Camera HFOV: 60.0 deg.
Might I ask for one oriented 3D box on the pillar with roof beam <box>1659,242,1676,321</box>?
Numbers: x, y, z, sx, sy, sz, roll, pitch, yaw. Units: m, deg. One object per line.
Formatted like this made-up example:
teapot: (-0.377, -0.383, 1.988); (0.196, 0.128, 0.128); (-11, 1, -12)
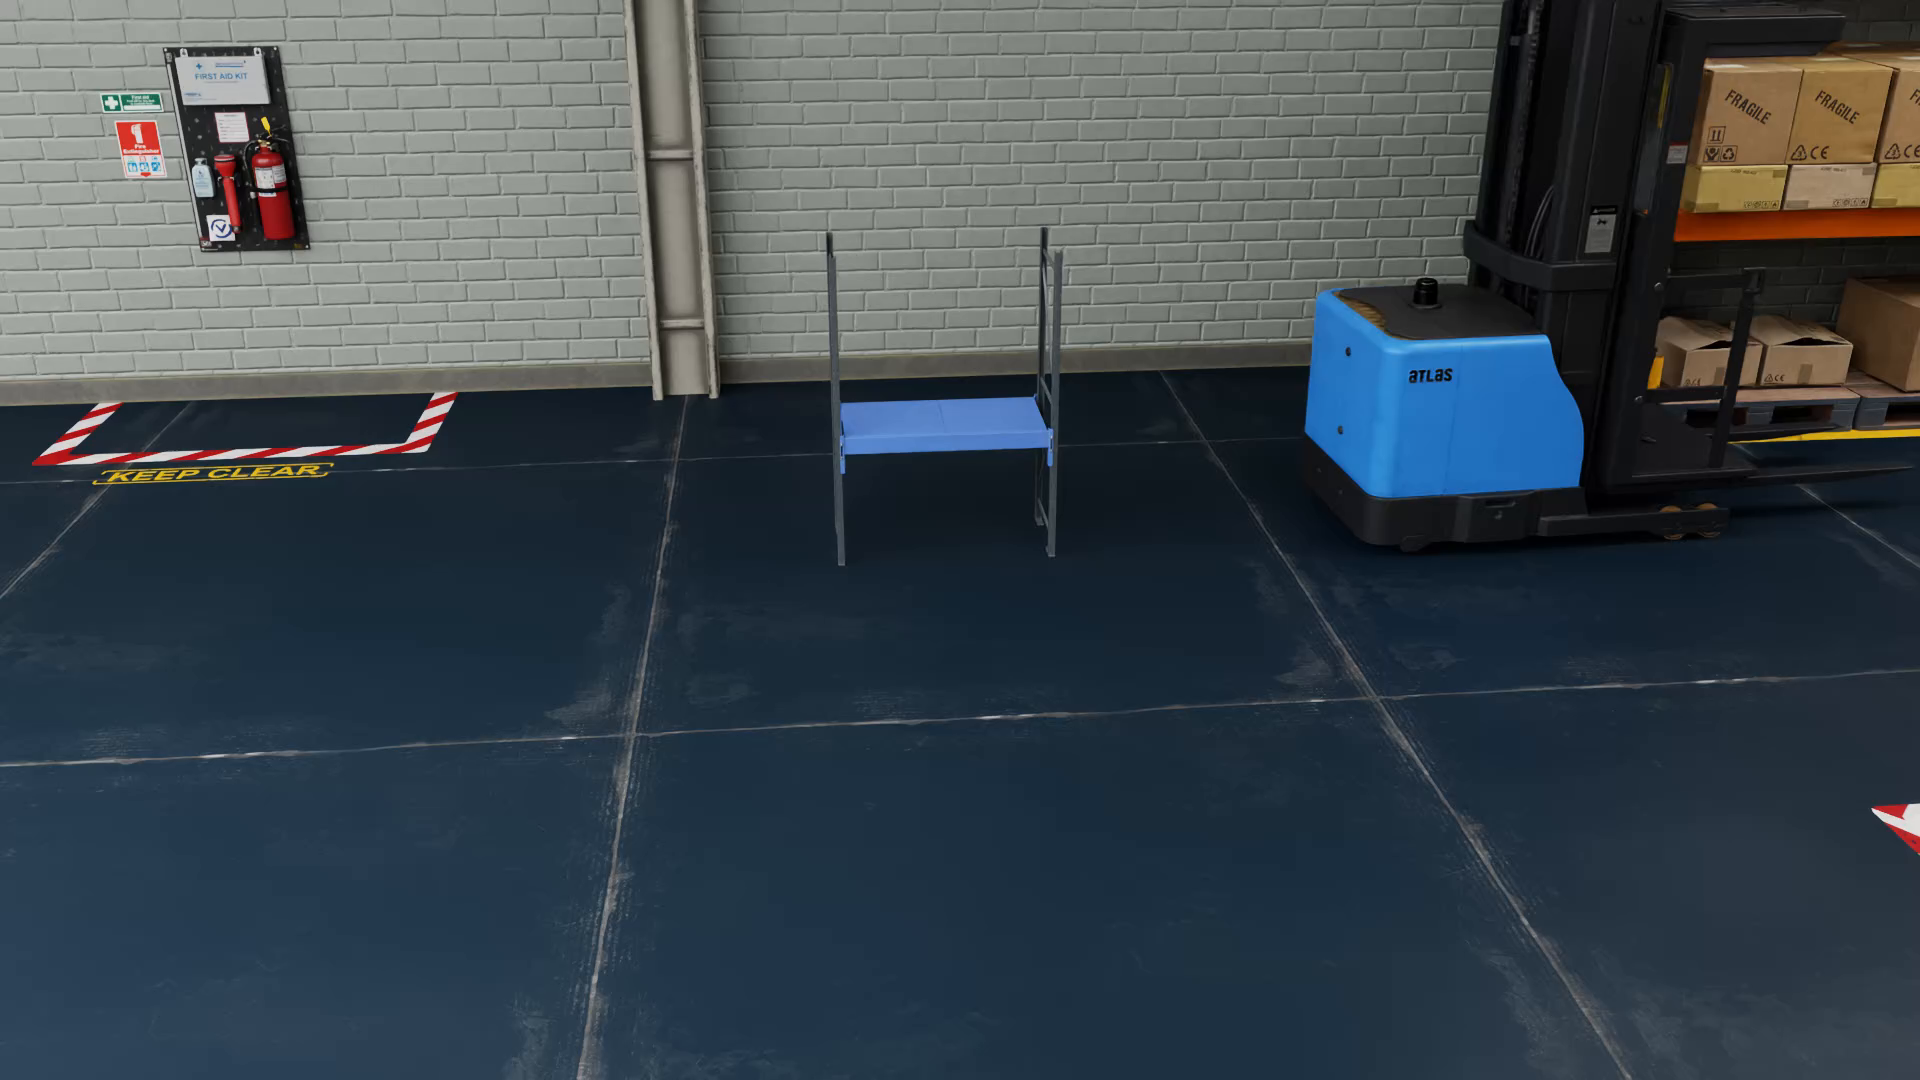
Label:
pillar with roof beam: (4.700, -3.538, 5.130); (0.400, 9.000, 9.100); (-2, 24, -5)

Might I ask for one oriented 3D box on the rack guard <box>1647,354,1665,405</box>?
rack guard: (3.741, -1.020, 9.929); (0.348, 0.500, 1.175); (-2, 24, -5)

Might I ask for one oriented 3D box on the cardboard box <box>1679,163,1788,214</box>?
cardboard box: (4.182, -1.991, 9.196); (0.500, 0.250, 0.500); (-3, 24, -7)

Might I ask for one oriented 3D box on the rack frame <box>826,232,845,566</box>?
rack frame: (-0.591, -0.662, 7.892); (0.032, 1.500, 0.500); (-2, 24, -5)

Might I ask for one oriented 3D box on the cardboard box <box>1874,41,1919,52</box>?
cardboard box: (5.631, -2.606, 9.656); (0.500, 0.500, 0.500); (-2, 24, -4)

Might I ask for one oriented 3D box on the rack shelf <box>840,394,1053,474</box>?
rack shelf: (-0.085, -0.518, 8.011); (1.000, 0.185, 0.538); (-2, 24, -5)

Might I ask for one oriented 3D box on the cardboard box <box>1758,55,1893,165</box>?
cardboard box: (4.663, -2.356, 9.093); (0.500, 0.500, 0.500); (-2, 24, -5)

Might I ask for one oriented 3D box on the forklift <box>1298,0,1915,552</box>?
forklift: (3.367, -1.548, 8.123); (3.031, 2.935, 1.130); (-4, 24, -8)

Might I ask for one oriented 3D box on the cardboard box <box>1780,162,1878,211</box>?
cardboard box: (4.698, -2.017, 9.255); (0.500, 0.250, 0.500); (-3, 24, -7)

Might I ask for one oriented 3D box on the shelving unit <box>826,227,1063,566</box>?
shelving unit: (-0.085, -0.682, 7.938); (1.048, 1.500, 0.538); (-2, 24, -5)

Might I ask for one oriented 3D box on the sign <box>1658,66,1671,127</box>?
sign: (3.719, -2.335, 8.745); (0.005, 0.325, 0.100); (-2, 24, -5)

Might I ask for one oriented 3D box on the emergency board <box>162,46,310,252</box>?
emergency board: (-4.157, -2.214, 9.538); (0.643, 1.169, 0.194); (-2, 24, -5)

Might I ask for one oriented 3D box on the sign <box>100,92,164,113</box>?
sign: (-4.712, -2.488, 9.459); (0.331, 0.109, 0.001); (-2, 24, -5)

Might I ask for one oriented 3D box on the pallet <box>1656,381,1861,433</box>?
pallet: (4.553, -0.906, 10.028); (1.213, 0.211, 1.003); (-2, 24, -5)

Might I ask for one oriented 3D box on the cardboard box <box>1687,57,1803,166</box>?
cardboard box: (4.170, -2.340, 9.058); (0.500, 0.500, 0.500); (-2, 24, -5)

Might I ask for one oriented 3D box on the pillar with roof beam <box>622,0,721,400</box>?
pillar with roof beam: (-1.271, -3.298, 4.592); (0.400, 9.000, 9.100); (-2, 24, -5)

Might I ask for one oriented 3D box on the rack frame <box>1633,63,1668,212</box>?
rack frame: (3.666, -2.159, 9.414); (0.127, 3.000, 1.000); (-2, 24, -5)

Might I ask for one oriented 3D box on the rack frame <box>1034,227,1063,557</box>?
rack frame: (0.421, -0.702, 7.983); (0.032, 1.500, 0.500); (-2, 24, -5)

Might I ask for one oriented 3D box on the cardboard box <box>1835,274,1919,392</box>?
cardboard box: (5.665, -1.241, 9.885); (0.500, 0.500, 0.700); (-4, 24, -8)

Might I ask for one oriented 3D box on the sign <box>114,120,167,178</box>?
sign: (-4.717, -2.250, 9.575); (0.234, 0.329, 0.001); (-2, 24, -5)

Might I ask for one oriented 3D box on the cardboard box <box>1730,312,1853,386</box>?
cardboard box: (4.930, -1.145, 9.903); (0.500, 0.311, 0.500); (0, 24, -1)

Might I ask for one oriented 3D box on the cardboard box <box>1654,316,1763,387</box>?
cardboard box: (4.363, -1.123, 9.851); (0.500, 0.311, 0.500); (-5, 24, -11)

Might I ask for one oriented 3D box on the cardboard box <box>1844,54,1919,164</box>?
cardboard box: (5.178, -2.374, 9.134); (0.500, 0.500, 0.500); (-3, 24, -7)

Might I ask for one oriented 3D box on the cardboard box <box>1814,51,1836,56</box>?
cardboard box: (4.616, -2.563, 9.560); (0.500, 0.500, 0.500); (-2, 24, -4)

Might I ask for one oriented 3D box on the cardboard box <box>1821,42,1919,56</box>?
cardboard box: (5.130, -2.586, 9.611); (0.500, 0.500, 0.500); (-3, 24, -7)

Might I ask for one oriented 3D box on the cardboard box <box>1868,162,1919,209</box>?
cardboard box: (5.205, -2.035, 9.296); (0.500, 0.250, 0.500); (-3, 24, -6)

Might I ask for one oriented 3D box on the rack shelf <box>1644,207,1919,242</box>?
rack shelf: (5.656, -1.910, 9.740); (4.000, 0.370, 1.077); (-2, 24, -5)

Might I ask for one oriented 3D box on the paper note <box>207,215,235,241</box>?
paper note: (-4.340, -1.832, 9.763); (0.142, 0.148, 0.016); (-2, 24, -5)

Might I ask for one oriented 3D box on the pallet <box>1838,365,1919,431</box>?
pallet: (5.765, -0.953, 10.135); (1.213, 0.211, 1.003); (-2, 24, -5)
